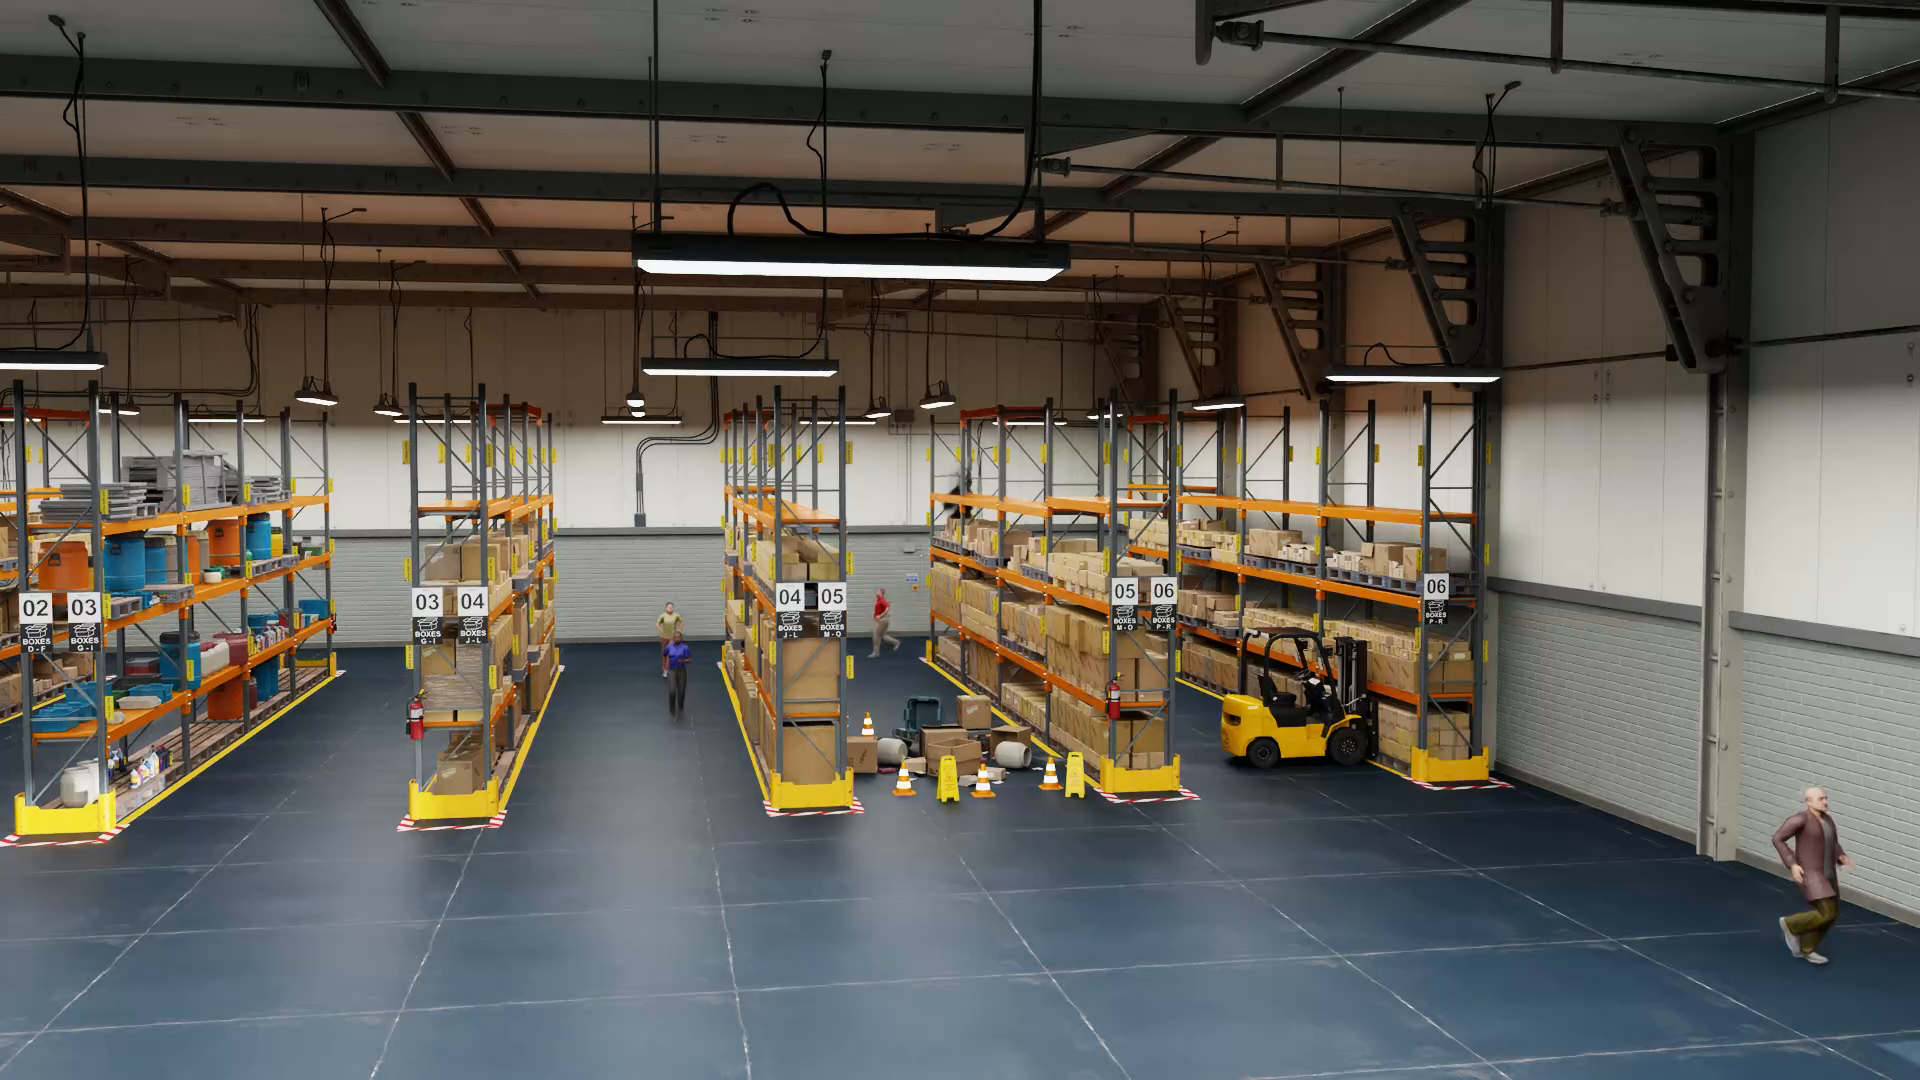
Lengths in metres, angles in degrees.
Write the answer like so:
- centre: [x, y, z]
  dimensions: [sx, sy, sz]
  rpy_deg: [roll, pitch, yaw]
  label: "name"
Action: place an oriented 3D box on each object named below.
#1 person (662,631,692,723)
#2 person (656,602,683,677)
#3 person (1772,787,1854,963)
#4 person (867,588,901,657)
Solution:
- centre: [-5.356, 2.582, 31.474]
  dimensions: [0.546, 1.719, 0.770]
  rpy_deg: [-1, 3, -14]
  label: "person"
- centre: [-6.626, 2.241, 37.907]
  dimensions: [0.613, 1.659, 0.979]
  rpy_deg: [0, 3, -6]
  label: "person"
- centre: [8.435, 3.304, 16.343]
  dimensions: [0.704, 1.732, 0.628]
  rpy_deg: [-1, 3, -26]
  label: "person"
- centre: [-1.886, 2.065, 41.445]
  dimensions: [0.861, 1.731, 0.671]
  rpy_deg: [0, 3, -6]
  label: "person"
